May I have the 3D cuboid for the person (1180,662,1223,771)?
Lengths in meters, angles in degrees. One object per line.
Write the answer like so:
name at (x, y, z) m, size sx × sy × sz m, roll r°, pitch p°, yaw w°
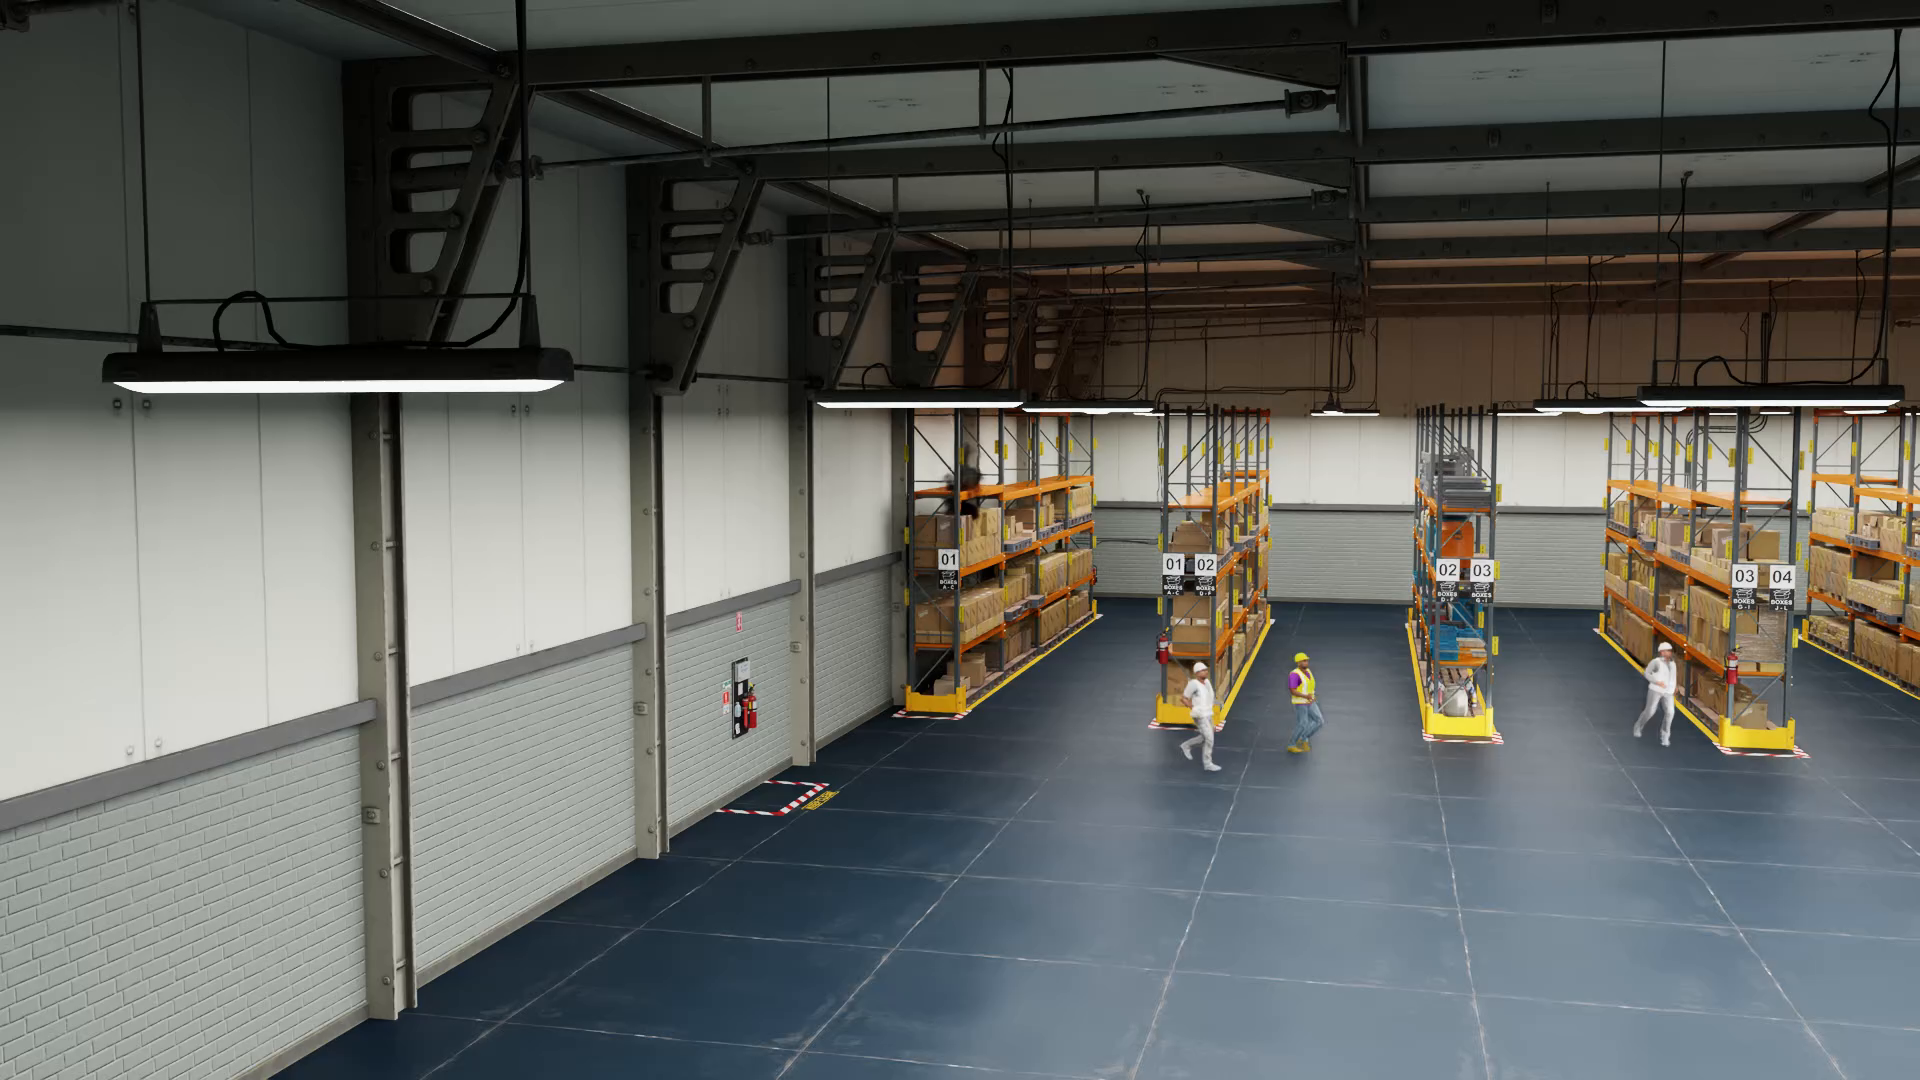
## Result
person at (3.921, 2.873, 27.172) m, size 0.818 × 1.750 × 0.696 m, roll 3°, pitch 5°, yaw 38°

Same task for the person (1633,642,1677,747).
person at (12.435, 2.705, 29.432) m, size 0.728 × 1.792 × 0.832 m, roll -1°, pitch 4°, yaw -9°

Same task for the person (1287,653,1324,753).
person at (5.894, 2.785, 28.422) m, size 0.640 × 1.729 × 0.712 m, roll 4°, pitch 6°, yaw 44°
